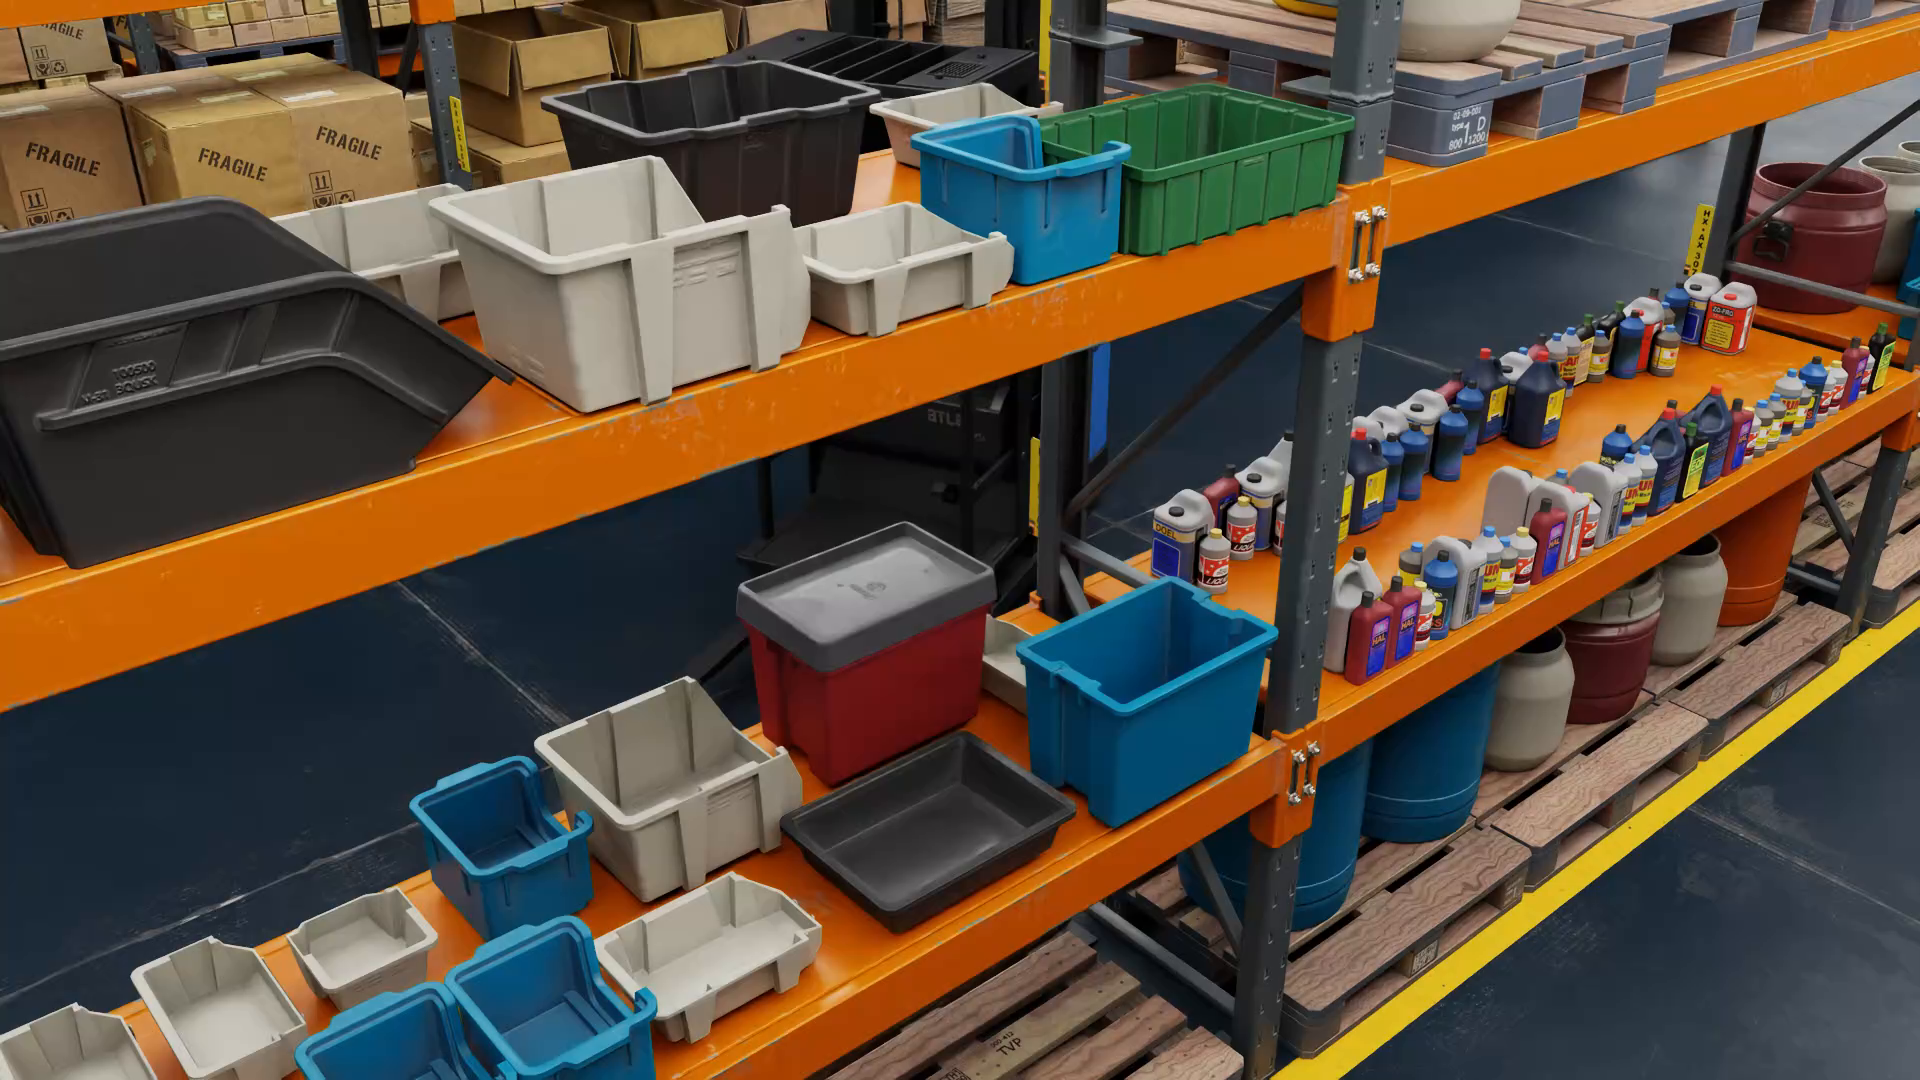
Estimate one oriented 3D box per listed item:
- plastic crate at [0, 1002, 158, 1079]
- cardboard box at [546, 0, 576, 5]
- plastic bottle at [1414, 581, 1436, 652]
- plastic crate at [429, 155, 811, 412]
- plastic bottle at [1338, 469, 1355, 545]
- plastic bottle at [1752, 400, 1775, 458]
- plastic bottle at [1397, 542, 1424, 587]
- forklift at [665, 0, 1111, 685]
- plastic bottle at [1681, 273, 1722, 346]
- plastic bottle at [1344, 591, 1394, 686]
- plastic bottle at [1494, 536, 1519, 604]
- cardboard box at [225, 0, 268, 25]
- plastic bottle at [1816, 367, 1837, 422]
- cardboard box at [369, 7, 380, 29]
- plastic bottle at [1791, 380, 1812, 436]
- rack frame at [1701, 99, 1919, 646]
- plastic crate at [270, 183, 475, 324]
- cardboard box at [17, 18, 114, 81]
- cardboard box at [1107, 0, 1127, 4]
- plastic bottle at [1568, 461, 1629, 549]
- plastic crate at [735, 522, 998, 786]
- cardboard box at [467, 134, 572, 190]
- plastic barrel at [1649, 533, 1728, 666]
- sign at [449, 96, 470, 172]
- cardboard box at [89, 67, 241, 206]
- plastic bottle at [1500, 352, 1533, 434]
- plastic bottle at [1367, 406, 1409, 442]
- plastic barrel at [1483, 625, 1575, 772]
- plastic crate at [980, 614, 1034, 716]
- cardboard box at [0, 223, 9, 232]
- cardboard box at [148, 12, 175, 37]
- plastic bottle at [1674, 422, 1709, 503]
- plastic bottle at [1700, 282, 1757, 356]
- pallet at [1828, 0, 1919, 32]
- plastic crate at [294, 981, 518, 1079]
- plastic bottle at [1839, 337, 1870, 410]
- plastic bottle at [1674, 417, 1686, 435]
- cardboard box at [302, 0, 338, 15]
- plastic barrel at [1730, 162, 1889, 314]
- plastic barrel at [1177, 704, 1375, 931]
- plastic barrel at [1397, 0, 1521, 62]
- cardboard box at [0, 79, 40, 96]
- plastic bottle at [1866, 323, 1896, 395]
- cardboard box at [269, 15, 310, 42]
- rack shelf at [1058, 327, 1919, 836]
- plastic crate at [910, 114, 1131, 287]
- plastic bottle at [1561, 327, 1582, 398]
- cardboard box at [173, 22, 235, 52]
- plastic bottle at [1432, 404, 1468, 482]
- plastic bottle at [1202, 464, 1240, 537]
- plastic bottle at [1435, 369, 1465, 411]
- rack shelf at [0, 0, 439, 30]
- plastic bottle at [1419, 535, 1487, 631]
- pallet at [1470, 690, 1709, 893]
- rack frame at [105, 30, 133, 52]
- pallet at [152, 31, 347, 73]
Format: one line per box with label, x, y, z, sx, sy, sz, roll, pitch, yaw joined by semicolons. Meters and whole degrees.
plastic crate;-1.707;1.086;3.251;0.243;0.136;0.396;-22;35;-35
cardboard box;-3.173;-4.243;12.828;0.250;0.149;0.380;-21;35;-34
plastic bottle;1.337;0.216;4.873;0.097;0.201;0.097;0;28;0
plastic crate;-0.553;-0.444;2.841;0.530;0.282;0.437;-22;35;-35
plastic bottle;1.184;-0.154;5.409;0.185;0.351;0.144;-22;35;-35
plastic bottle;2.896;-0.411;6.047;0.097;0.201;0.097;0;28;0
plastic bottle;1.386;0.102;5.087;0.097;0.201;0.097;0;28;0
forklift;-0.309;-1.006;7.023;1.130;2.935;3.031;12;30;22
plastic bottle;3.108;-0.982;7.036;0.135;0.276;0.152;-22;35;-35
plastic bottle;1.160;0.263;4.699;0.133;0.283;0.061;-22;35;-35
plastic bottle;1.662;0.086;5.117;0.097;0.201;0.097;0;28;0
cardboard box;-4.959;-3.656;11.414;0.250;0.149;0.380;-23;36;-36
plastic bottle;3.267;-0.559;6.325;0.097;0.201;0.097;0;28;0
cardboard box;-4.370;-3.761;11.926;0.250;0.149;0.380;-24;36;-37
plastic bottle;3.119;-0.500;6.214;0.097;0.201;0.097;0;28;0
rack frame;3.647;-1.053;7.038;0.127;3.000;1.000;-22;35;-35
plastic crate;-1.028;-0.533;3.163;0.530;0.136;0.437;-22;35;-35
cardboard box;-5.938;-3.341;10.897;0.500;0.500;0.500;-22;35;-35
cardboard box;0.817;-3.238;10.574;0.500;0.500;0.500;23;36;36
plastic bottle;2.084;-0.134;5.449;0.135;0.276;0.152;-22;35;-35
plastic crate;-0.238;0.299;4.376;0.583;0.464;0.402;-22;35;-35
cardboard box;-2.099;-1.700;8.143;0.500;0.500;0.500;-22;35;-35
plastic barrel;2.914;0.220;6.850;0.421;0.512;0.421;0;28;0
sign;-2.250;-1.823;7.477;0.005;0.325;0.100;-22;35;-35
cardboard box;-3.521;-1.798;7.480;0.500;0.500;0.500;-22;35;-35
plastic bottle;2.053;-0.557;6.242;0.135;0.276;0.152;-22;35;-35
plastic bottle;1.458;-0.318;5.795;0.135;0.276;0.152;-22;35;-35
plastic barrel;2.055;0.565;6.204;0.421;0.512;0.421;0;28;0
plastic crate;0.157;0.352;4.626;0.243;0.136;0.396;-22;35;-35
cardboard box;-4.291;-1.162;7.085;0.500;0.250;0.500;-22;35;-35
cardboard box;-5.580;-3.681;11.777;0.250;0.149;0.380;-23;36;-36
plastic bottle;2.504;-0.278;5.711;0.133;0.283;0.061;-22;35;-35
plastic bottle;3.206;-0.927;6.934;0.135;0.276;0.152;-22;35;-35
pallet;3.001;-2.094;6.003;1.213;0.211;1.003;-22;35;-35
plastic crate;-1.036;1.081;3.158;0.300;0.233;0.416;-22;35;-35
plastic bottle;3.440;-0.654;6.415;0.133;0.283;0.061;-22;35;-35
plastic bottle;2.465;-0.300;5.752;0.133;0.283;0.061;-22;35;-35
cardboard box;-4.566;-3.815;11.711;0.250;0.149;0.380;-24;36;-37
plastic barrel;3.803;-1.364;7.475;0.708;0.536;0.600;-22;35;-35
plastic barrel;1.029;0.751;5.444;0.708;0.901;0.600;-22;35;-35
plastic barrel;1.167;-1.468;4.043;0.433;0.535;0.433;0;28;0
cardboard box;-6.186;-2.954;10.862;0.250;0.149;0.380;-20;34;-33
plastic bottle;3.616;-0.725;6.547;0.133;0.283;0.061;-22;35;-35
cardboard box;-4.755;-3.607;11.637;0.250;0.149;0.380;-22;35;-35
rack shelf;2.125;-0.124;6.062;4.000;0.370;1.077;-22;35;-35
plastic crate;0.118;-0.685;3.345;0.300;0.233;0.416;-22;35;-35
plastic bottle;2.373;-0.701;6.516;0.097;0.271;0.097;0;28;0
cardboard box;-5.155;-3.445;11.334;0.250;0.149;0.380;-24;36;-37
plastic bottle;1.729;-0.348;5.855;0.097;0.271;0.097;0;28;0
plastic bottle;0.840;-0.101;5.381;0.133;0.283;0.061;-22;35;-35
plastic bottle;1.780;-0.480;6.089;0.133;0.283;0.061;-22;35;-35
rack shelf;-4.133;-1.999;6.389;4.000;0.370;1.077;-22;35;-35
plastic bottle;1.481;0.109;4.996;0.135;0.276;0.152;-22;35;-35
pallet;2.146;0.804;6.521;1.213;0.211;1.003;-22;35;-35
rack frame;-5.751;-3.413;11.455;0.053;2.616;0.949;-22;35;-35
pallet;-5.078;-3.512;11.842;1.213;0.211;1.003;-22;35;-35
